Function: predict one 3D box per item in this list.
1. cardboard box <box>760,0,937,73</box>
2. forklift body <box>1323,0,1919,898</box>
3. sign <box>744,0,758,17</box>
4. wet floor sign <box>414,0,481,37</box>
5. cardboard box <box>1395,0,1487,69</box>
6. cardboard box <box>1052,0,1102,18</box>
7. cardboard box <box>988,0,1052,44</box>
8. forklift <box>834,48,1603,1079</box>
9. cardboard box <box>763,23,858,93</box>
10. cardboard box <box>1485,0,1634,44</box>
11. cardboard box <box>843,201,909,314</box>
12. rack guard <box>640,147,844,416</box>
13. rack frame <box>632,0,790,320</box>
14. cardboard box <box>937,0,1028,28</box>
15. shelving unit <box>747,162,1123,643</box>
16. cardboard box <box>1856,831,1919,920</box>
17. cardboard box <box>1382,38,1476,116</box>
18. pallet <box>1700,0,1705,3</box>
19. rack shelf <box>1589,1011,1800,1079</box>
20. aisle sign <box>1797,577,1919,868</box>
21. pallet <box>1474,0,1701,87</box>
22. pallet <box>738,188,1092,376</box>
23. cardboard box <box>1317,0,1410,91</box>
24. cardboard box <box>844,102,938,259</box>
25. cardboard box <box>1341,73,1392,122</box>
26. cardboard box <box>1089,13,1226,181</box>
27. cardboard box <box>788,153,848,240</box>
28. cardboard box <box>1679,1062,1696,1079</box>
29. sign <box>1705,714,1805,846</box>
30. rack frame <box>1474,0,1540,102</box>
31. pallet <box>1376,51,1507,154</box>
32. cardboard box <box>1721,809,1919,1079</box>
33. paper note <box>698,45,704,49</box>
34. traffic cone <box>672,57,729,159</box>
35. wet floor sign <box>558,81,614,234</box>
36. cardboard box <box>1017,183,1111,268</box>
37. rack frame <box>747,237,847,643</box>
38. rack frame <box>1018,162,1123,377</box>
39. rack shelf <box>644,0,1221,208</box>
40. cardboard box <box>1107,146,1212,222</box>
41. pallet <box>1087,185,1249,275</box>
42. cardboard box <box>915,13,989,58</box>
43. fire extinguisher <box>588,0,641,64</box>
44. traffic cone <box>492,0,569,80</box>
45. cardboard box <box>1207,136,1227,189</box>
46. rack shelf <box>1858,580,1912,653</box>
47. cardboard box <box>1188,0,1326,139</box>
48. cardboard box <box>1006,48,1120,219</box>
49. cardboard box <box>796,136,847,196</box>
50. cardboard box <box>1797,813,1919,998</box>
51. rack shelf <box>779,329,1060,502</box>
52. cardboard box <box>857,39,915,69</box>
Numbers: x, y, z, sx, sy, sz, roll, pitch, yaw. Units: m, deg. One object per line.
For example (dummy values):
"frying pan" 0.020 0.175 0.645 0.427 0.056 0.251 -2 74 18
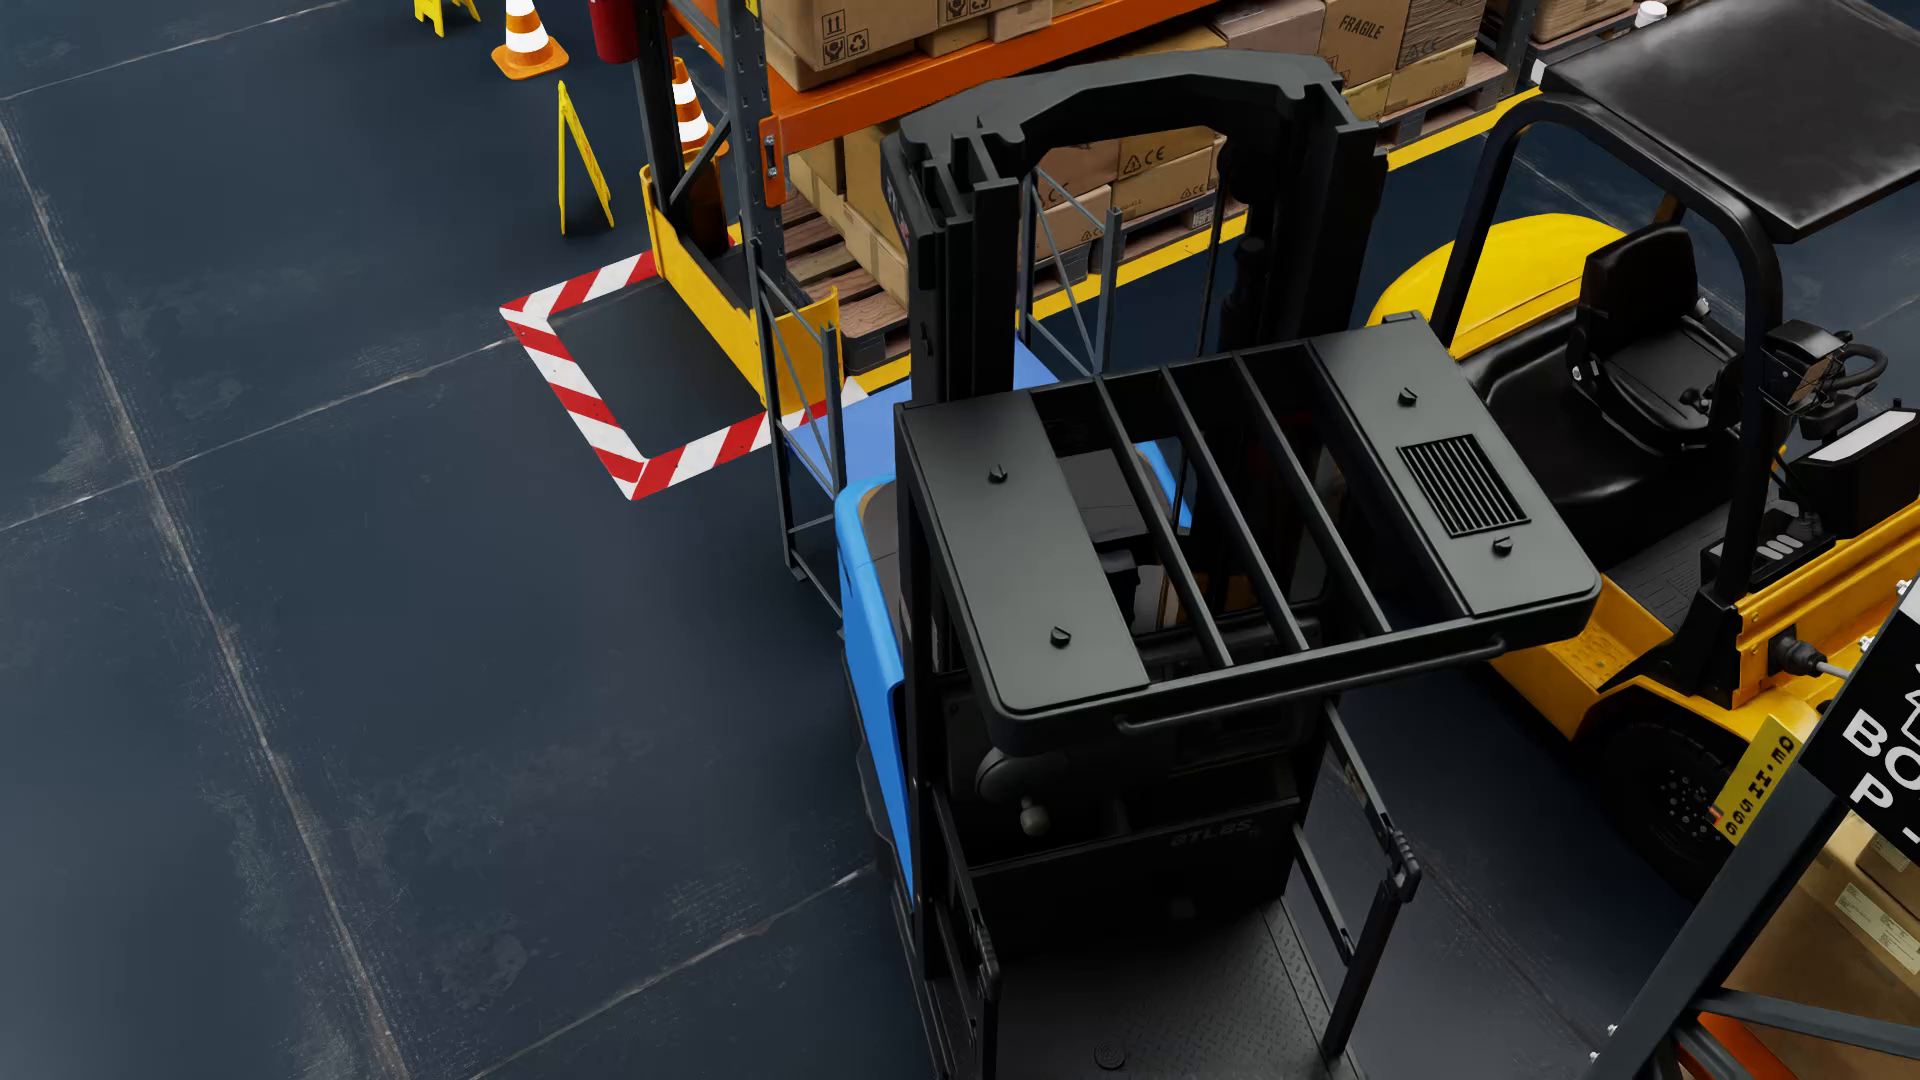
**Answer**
"cardboard box" -0.422 -2.032 5.785 0.500 0.500 0.500 -26 53 -21
"forklift body" 2.311 -0.379 5.147 1.214 2.155 2.313 -25 53 -21
"sign" -0.681 -1.832 5.293 0.005 0.325 0.100 -25 53 -21
"wet floor sign" -2.666 -2.928 8.425 0.232 0.644 0.267 -34 57 -27
"cardboard box" 2.055 -2.550 7.570 0.500 0.500 0.500 -26 53 -21
"cardboard box" 0.340 -2.168 6.341 0.250 0.149 0.380 -24 53 -20
"cardboard box" 0.140 -2.044 6.230 0.250 0.149 0.380 -24 53 -20
"forklift" 0.474 0.544 3.803 1.130 2.935 3.031 -11 49 -10
"cardboard box" -0.573 -1.808 6.020 0.250 0.149 0.380 -25 53 -21
"cardboard box" 2.854 -2.957 8.353 0.625 0.372 0.950 -25 53 -20
"cardboard box" -0.141 -1.259 6.922 0.500 0.250 0.500 -26 53 -21
"rack guard" -0.907 -1.086 6.882 0.348 0.500 1.175 -25 53 -21
"rack frame" -0.971 -1.887 5.922 0.127 3.000 1.000 -25 53 -21
"cardboard box" 0.014 -2.241 5.971 0.500 0.500 0.500 -24 52 -20
"shelving unit" -0.072 -0.465 5.660 1.048 1.500 0.538 -25 53 -21
"cardboard box" 1.871 0.623 2.986 0.250 0.149 0.380 -25 53 -21
"cardboard box" 2.055 -2.300 7.850 0.500 0.250 0.500 -23 52 -19
"pallet" 4.103 -3.354 9.095 1.213 0.211 1.003 -25 53 -21
"rack shelf" 3.372 0.689 4.109 4.000 0.370 1.077 -25 53 -21
"aisle sign" 1.468 0.223 2.302 0.004 0.787 0.394 -25 53 -21
"pallet" 3.070 -2.864 8.660 1.213 0.211 1.003 -25 53 -21
"pallet" -0.201 -1.291 7.258 1.213 0.211 1.003 -25 53 -21
"cardboard box" 1.626 -2.346 7.389 0.500 0.500 0.500 -24 53 -20
"cardboard box" -0.121 -1.518 6.651 0.500 0.500 0.500 -27 54 -22
"cardboard box" 1.610 -2.082 7.656 0.500 0.250 0.500 -27 53 -22
"cardboard box" 0.747 -1.924 7.012 0.500 0.500 0.500 -24 53 -20
"cardboard box" -0.411 -1.614 7.238 0.500 0.250 0.500 -25 53 -21
"cardboard box" 1.904 1.309 3.966 0.500 0.250 0.500 -24 52 -20
"sign" 1.403 0.435 2.920 0.005 0.325 0.100 -25 53 -21
"rack frame" 2.412 -3.481 7.341 0.127 3.000 1.000 -25 53 -21
"pallet" 1.863 -2.263 8.124 1.213 0.211 1.003 -25 53 -21
"cardboard box" 1.957 0.852 3.416 0.500 0.500 0.500 -26 53 -22
"paper note" -1.234 -2.533 8.485 0.148 0.019 0.142 30 55 24
"traffic cone" -1.296 -2.029 7.747 0.334 0.463 0.336 -25 53 -21
"wet floor sign" -1.703 -1.704 7.335 0.232 0.644 0.267 -9 49 -8
"cardboard box" 0.295 -1.457 7.099 0.500 0.250 0.500 -23 52 -20
"rack frame" -0.502 -0.262 5.479 0.032 1.500 0.500 -25 53 -21
"rack frame" 0.358 -0.667 5.840 0.032 1.500 0.500 -25 53 -21
"rack shelf" 0.721 -2.444 6.900 4.000 0.370 1.077 -25 53 -21
"cardboard box" 0.749 -1.683 7.300 0.500 0.250 0.500 -22 52 -18
"pallet" 0.830 -1.774 7.689 1.213 0.211 1.003 -25 53 -21
"cardboard box" -0.100 -1.972 6.166 0.250 0.149 0.380 -27 54 -22
"fire extinguisher" -1.314 -2.106 6.169 0.183 0.674 0.296 -25 53 -21
"traffic cone" -2.175 -2.595 8.251 0.334 0.463 0.336 -25 53 -21
"cardboard box" 1.178 -1.882 7.478 0.500 0.250 0.500 -24 53 -20
"rack shelf" 3.372 -0.308 2.989 4.000 0.370 1.077 -25 53 -21
"cardboard box" 1.195 -2.142 7.207 0.500 0.500 0.500 -23 52 -19
"cardboard box" 0.319 -1.729 6.839 0.500 0.500 0.500 -27 54 -22
"cardboard box" -0.432 -1.845 6.943 0.500 0.500 0.500 -25 53 -21
"cardboard box" 1.824 0.683 3.132 0.250 0.149 0.380 -24 53 -20
"rack shelf" -0.072 -0.345 5.794 1.000 0.185 0.538 -25 53 -21
"cardboard box" -0.367 -1.917 6.117 0.250 0.149 0.380 -24 53 -20
